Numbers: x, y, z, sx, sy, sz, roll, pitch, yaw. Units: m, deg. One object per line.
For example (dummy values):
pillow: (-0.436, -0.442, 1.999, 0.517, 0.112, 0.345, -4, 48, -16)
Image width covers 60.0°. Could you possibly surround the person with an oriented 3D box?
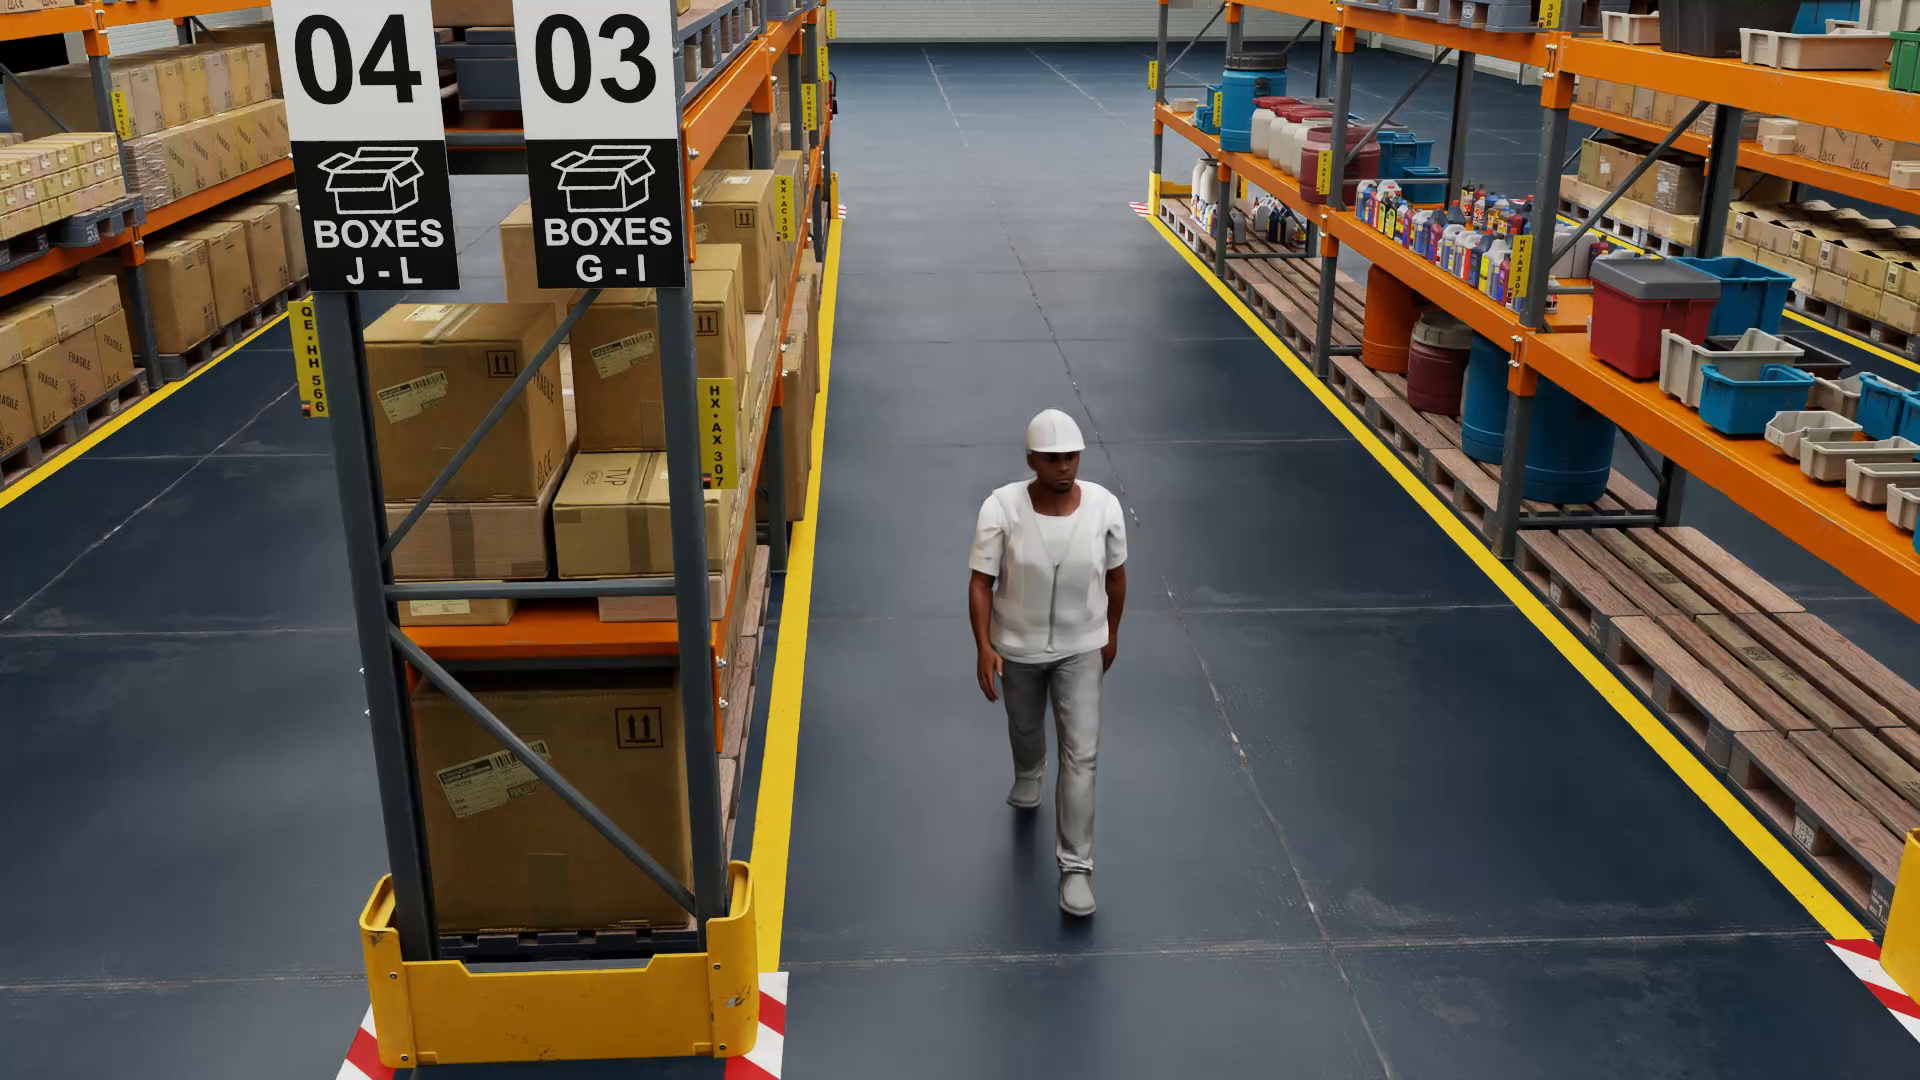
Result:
person: (0.318, 0.381, 5.996, 0.576, 1.711, 1.063, 0, 20, 1)
